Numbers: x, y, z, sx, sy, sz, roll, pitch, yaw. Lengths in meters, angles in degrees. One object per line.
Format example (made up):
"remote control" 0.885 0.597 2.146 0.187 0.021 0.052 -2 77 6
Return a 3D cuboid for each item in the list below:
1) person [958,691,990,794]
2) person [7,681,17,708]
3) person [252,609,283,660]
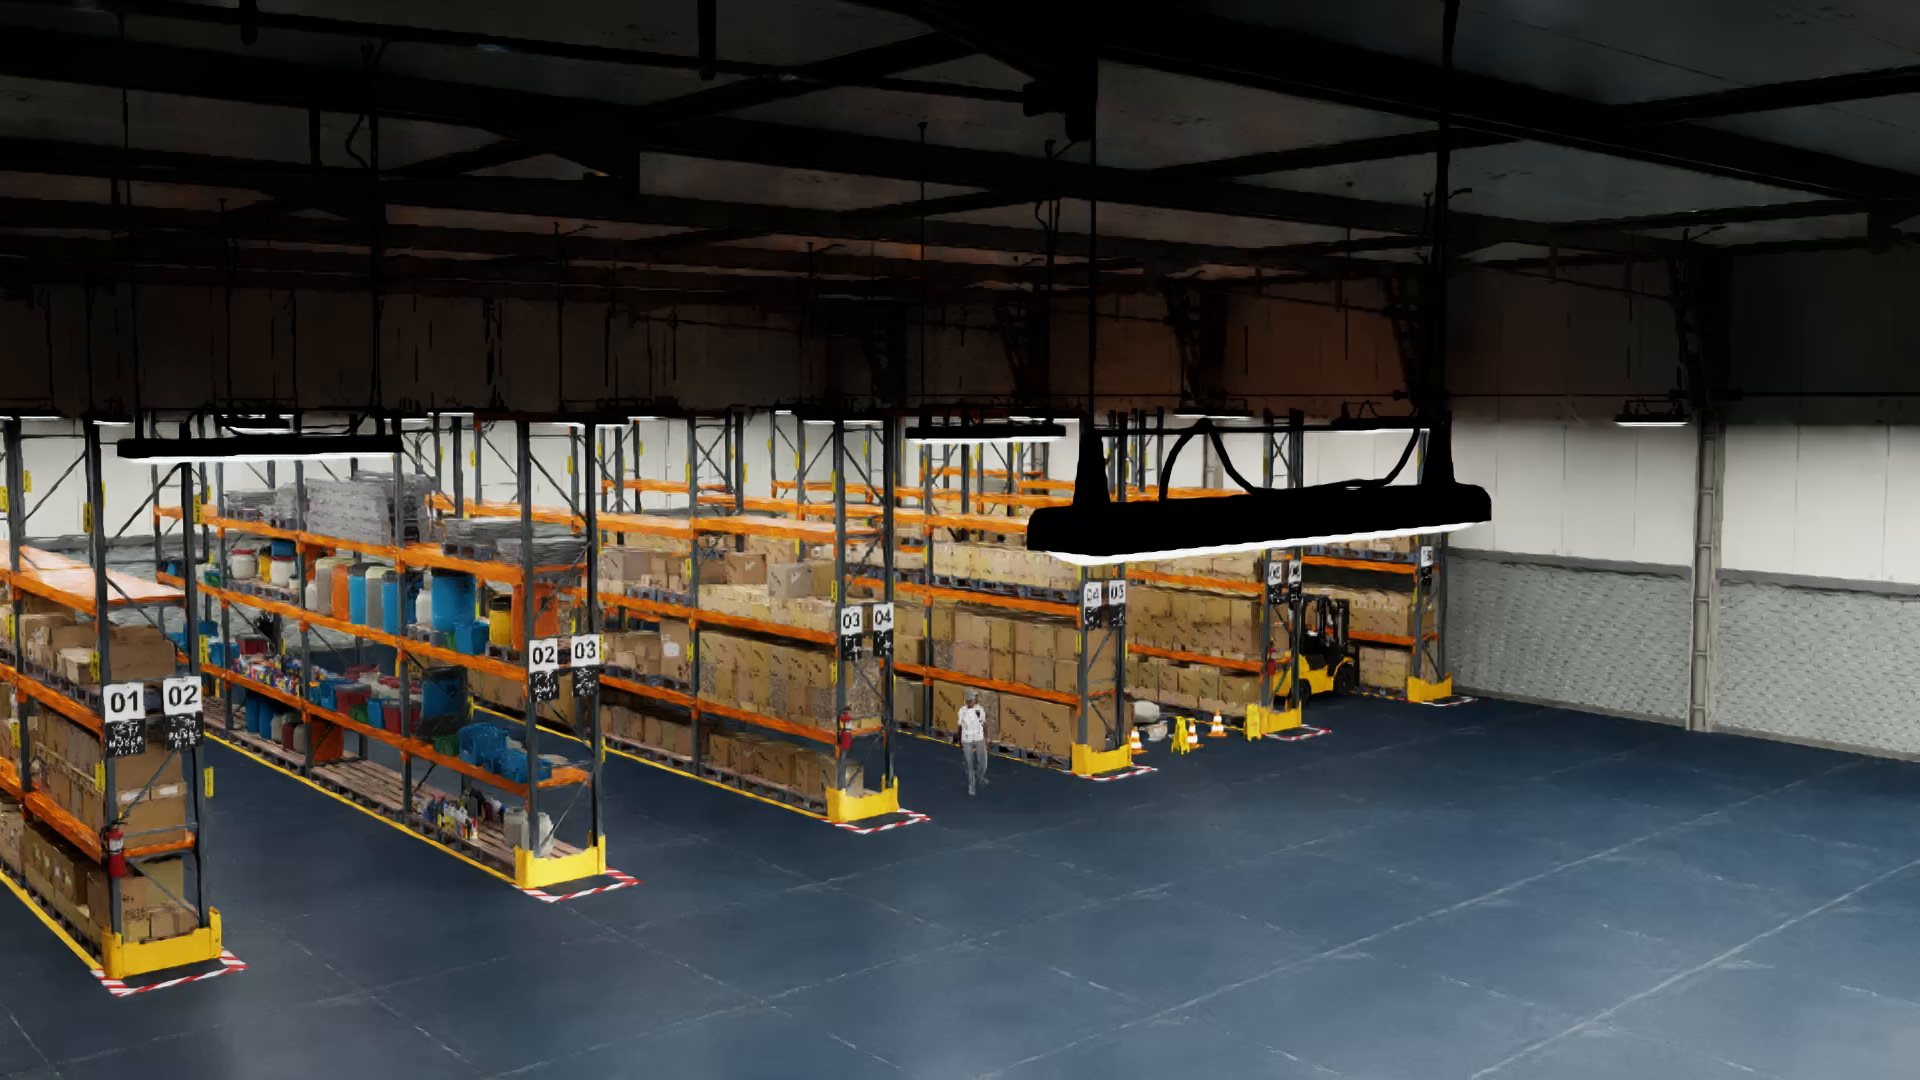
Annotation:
"person" 0.221 3.184 26.419 0.524 1.669 0.518 0 5 -3
"person" -16.618 2.913 29.319 0.630 1.671 0.391 4 7 40
"person" -15.738 2.185 37.814 0.677 1.674 0.534 -5 7 -43
